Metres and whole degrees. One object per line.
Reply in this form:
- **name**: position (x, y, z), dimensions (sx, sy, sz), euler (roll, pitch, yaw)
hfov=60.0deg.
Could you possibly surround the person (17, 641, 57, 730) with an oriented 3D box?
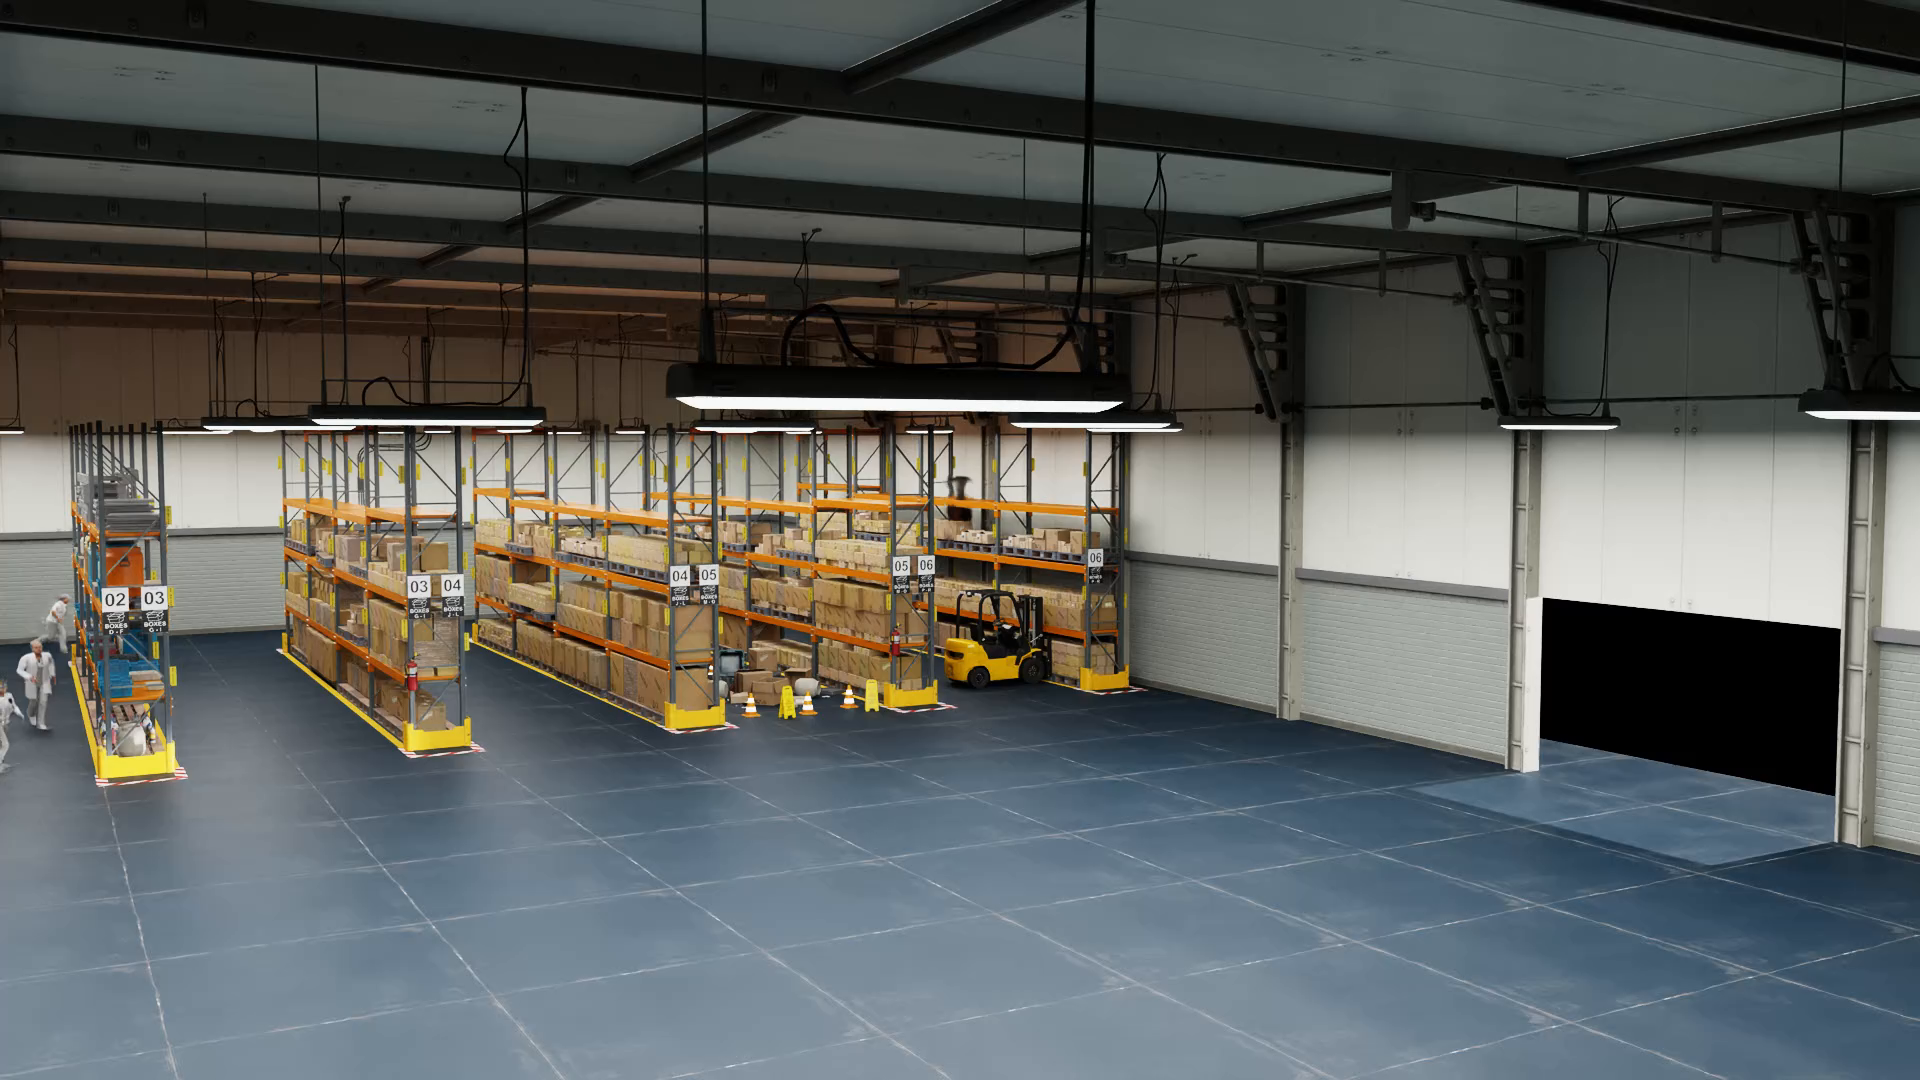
- **person**: position (-18.146, 2.838, 32.656), dimensions (0.698, 1.740, 0.938), euler (-3, 4, -38)

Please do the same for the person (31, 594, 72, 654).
- **person**: position (-24.034, 2.235, 44.006), dimensions (1.006, 1.629, 0.631), euler (-1, 4, -20)

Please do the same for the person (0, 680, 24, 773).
- **person**: position (-16.408, 3.194, 28.501), dimensions (0.780, 1.632, 0.605), euler (0, 4, 7)
